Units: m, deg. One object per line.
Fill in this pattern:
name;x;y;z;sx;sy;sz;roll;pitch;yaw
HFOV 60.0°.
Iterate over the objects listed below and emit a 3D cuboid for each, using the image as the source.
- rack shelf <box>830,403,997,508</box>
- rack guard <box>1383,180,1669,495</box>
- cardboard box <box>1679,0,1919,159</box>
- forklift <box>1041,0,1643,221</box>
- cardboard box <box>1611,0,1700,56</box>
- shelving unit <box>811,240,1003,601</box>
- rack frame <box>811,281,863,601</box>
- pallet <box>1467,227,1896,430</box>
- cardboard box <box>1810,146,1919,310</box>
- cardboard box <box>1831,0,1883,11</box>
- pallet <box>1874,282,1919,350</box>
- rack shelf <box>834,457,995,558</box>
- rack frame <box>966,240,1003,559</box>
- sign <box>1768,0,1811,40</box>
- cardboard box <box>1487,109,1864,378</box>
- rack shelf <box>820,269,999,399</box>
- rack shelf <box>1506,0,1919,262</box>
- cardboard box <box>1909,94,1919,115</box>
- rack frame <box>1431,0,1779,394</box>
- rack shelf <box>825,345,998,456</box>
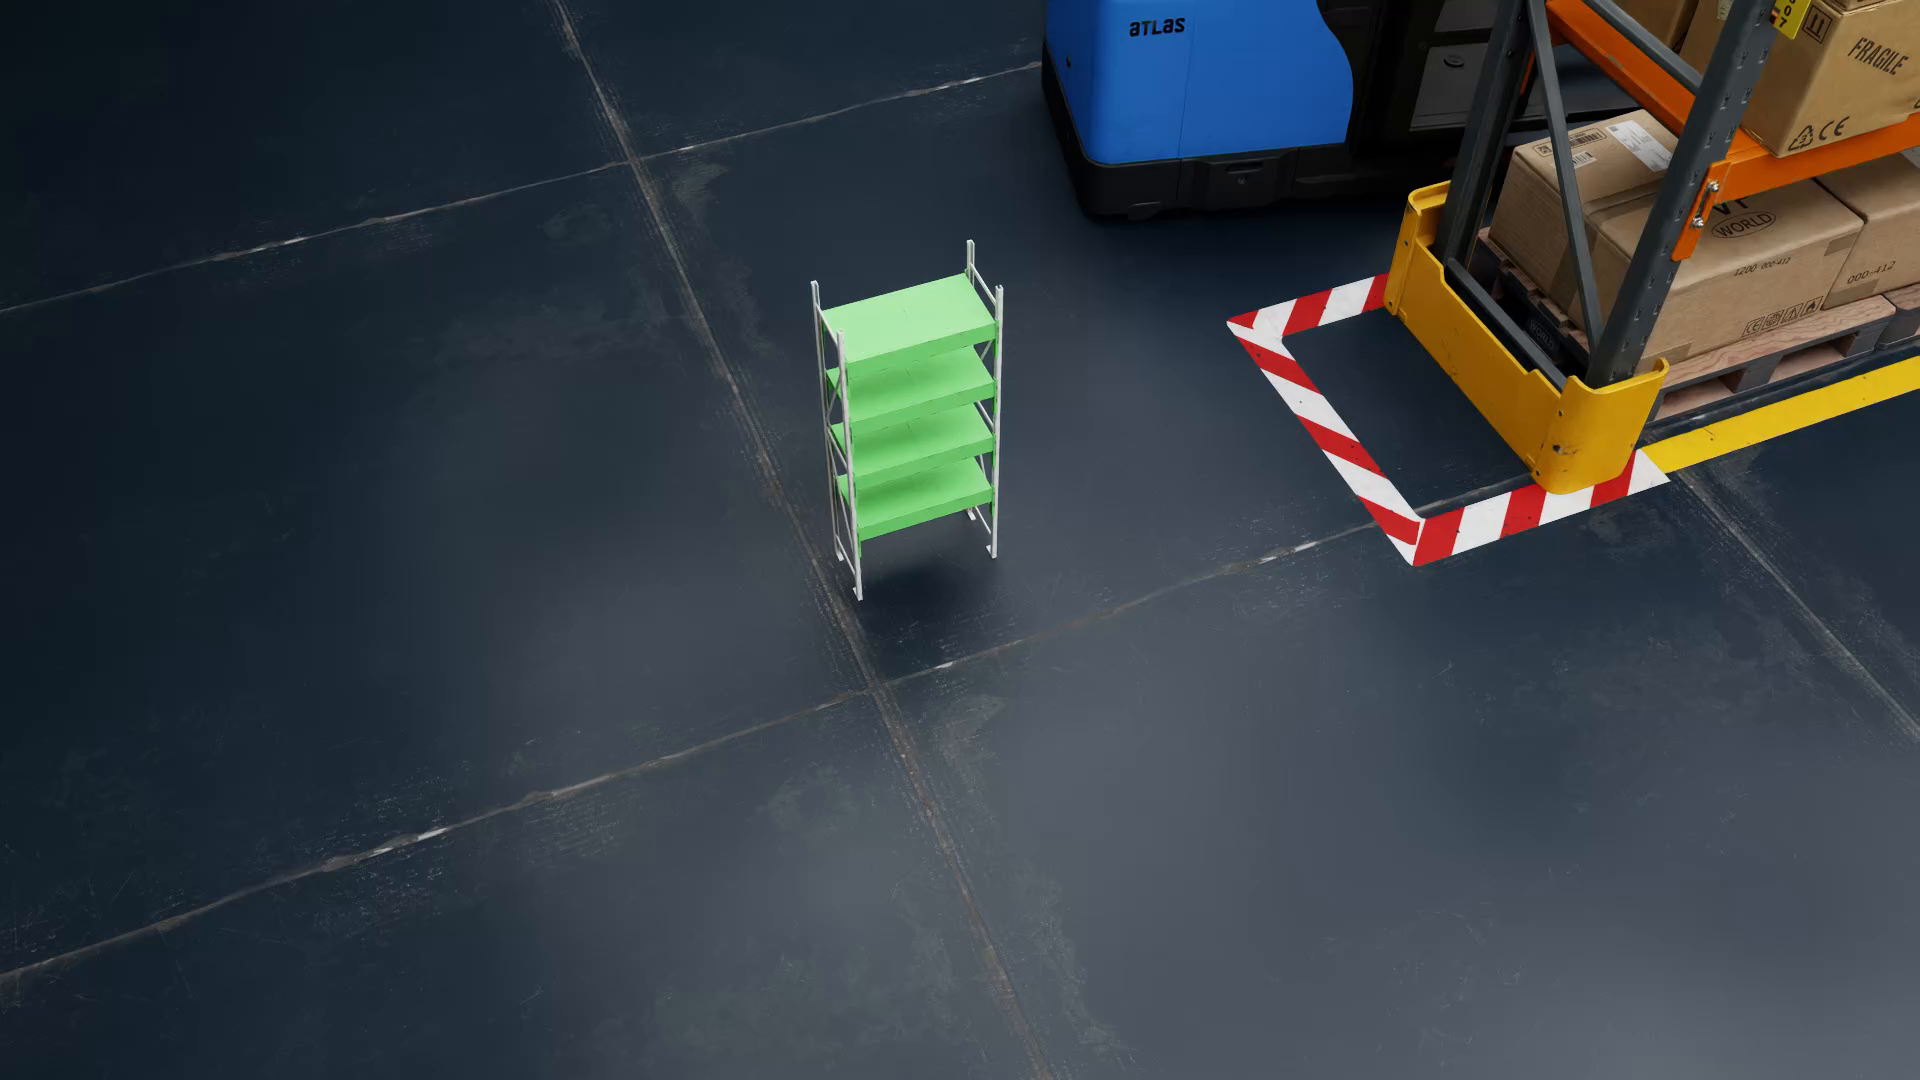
rack shelf;-0.153;-0.302;5.303;0.480;0.148;0.258;-17;52;-14
rack guard;2.026;-0.767;6.079;0.348;0.500;1.175;-17;52;-14
cardboard box;2.602;-1.557;5.044;0.500;0.500;0.500;-18;52;-15
forklift;1.923;-2.794;6.218;3.031;2.935;1.130;-7;50;-6
cardboard box;2.395;-1.945;5.377;0.500;0.500;0.500;-17;51;-14
shelving unit;-0.153;-0.343;5.254;0.503;1.200;0.258;-17;52;-14
rack frame;-0.379;-0.273;5.194;0.015;1.200;0.240;-17;52;-14
pallet;2.759;-0.964;6.439;1.213;0.211;1.003;-17;52;-14
cardboard box;3.466;-1.418;6.403;0.875;0.438;0.875;-16;51;-13
cardboard box;2.601;-1.884;4.666;0.500;0.500;0.500;-18;52;-15
pallet;3.887;-1.311;6.737;1.213;0.211;1.003;-17;52;-14
rack shelf;-0.153;-0.145;5.485;0.480;0.148;0.258;-17;52;-14
rack frame;0.073;-0.413;5.314;0.015;1.200;0.240;-17;52;-14
sign;2.253;-1.504;4.442;0.005;0.325;0.100;-17;52;-14
cardboard box;2.622;-1.150;6.172;0.875;0.438;0.875;-19;52;-15
rack shelf;-0.153;-0.615;4.938;0.480;0.148;0.258;-17;52;-14
rack shelf;3.900;-1.927;5.902;4.000;0.370;1.077;-17;52;-14
cardboard box;3.059;-1.721;5.185;0.500;0.500;0.500;-18;52;-15
rack frame;2.049;-1.588;5.137;0.127;3.000;1.000;-17;52;-14
rack shelf;-0.153;-0.458;5.120;0.480;0.148;0.258;-17;52;-14
